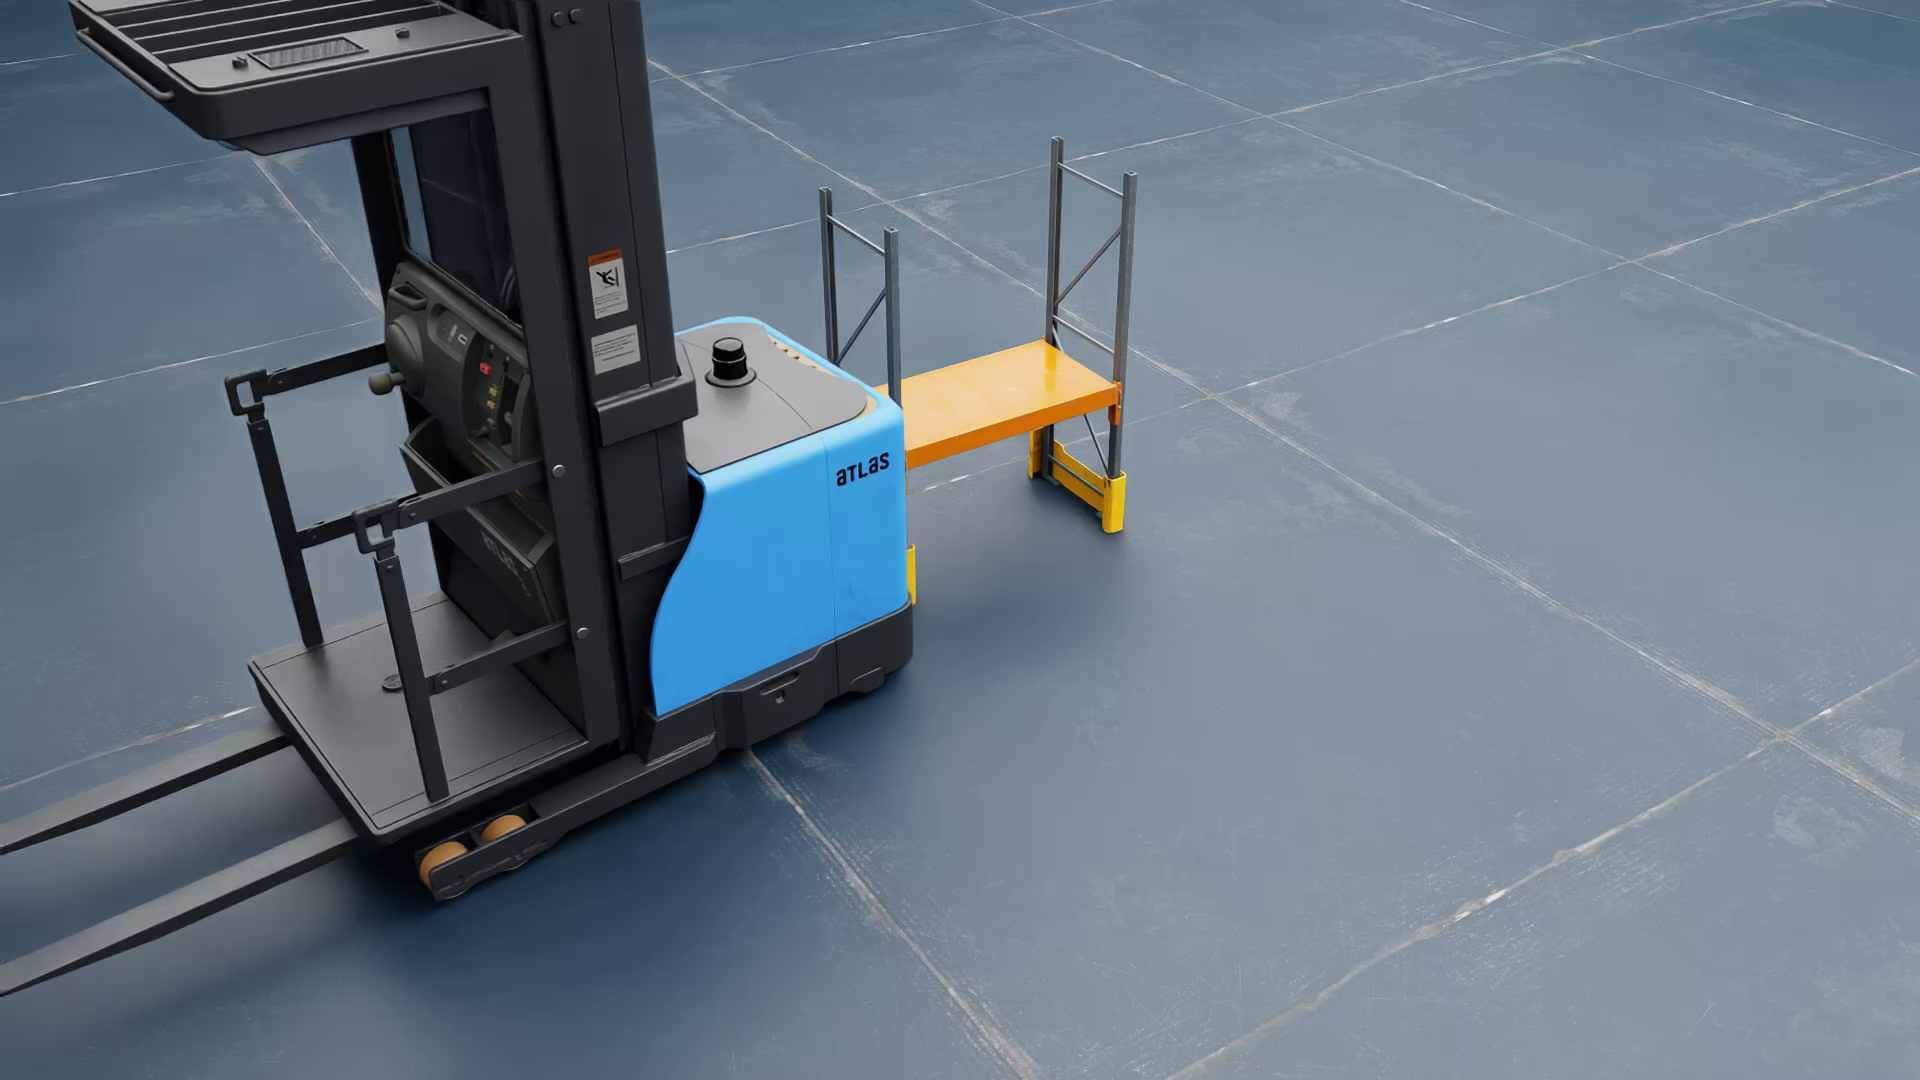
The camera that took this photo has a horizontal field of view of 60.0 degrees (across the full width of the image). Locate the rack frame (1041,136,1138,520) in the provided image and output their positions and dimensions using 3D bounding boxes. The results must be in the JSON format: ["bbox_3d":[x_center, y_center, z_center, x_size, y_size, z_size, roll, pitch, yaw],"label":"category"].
[{"bbox_3d":[0.499,-0.806,6.622,0.032,1.500,0.500,-19,37,-27],"label":"rack frame"}]

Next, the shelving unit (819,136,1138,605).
[{"bbox_3d":[0.064,-0.656,6.385,1.083,1.500,0.587,-19,37,-27],"label":"shelving unit"}]

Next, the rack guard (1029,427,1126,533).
[{"bbox_3d":[0.483,-0.272,6.946,0.087,0.250,0.587,-19,37,-27],"label":"rack guard"}]

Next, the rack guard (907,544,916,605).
[{"bbox_3d":[-0.355,0.016,6.490,0.087,0.250,0.587,-19,37,-27],"label":"rack guard"}]

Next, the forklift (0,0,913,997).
[{"bbox_3d":[-1.634,-0.476,4.757,3.031,2.935,1.130,-23,39,-32],"label":"forklift"}]

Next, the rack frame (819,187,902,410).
[{"bbox_3d":[-0.356,-0.512,6.156,0.032,1.500,0.500,-19,37,-27],"label":"rack frame"}]

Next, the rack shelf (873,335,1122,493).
[{"bbox_3d":[0.072,-0.507,6.485,1.000,0.185,0.538,-19,37,-27],"label":"rack shelf"}]
